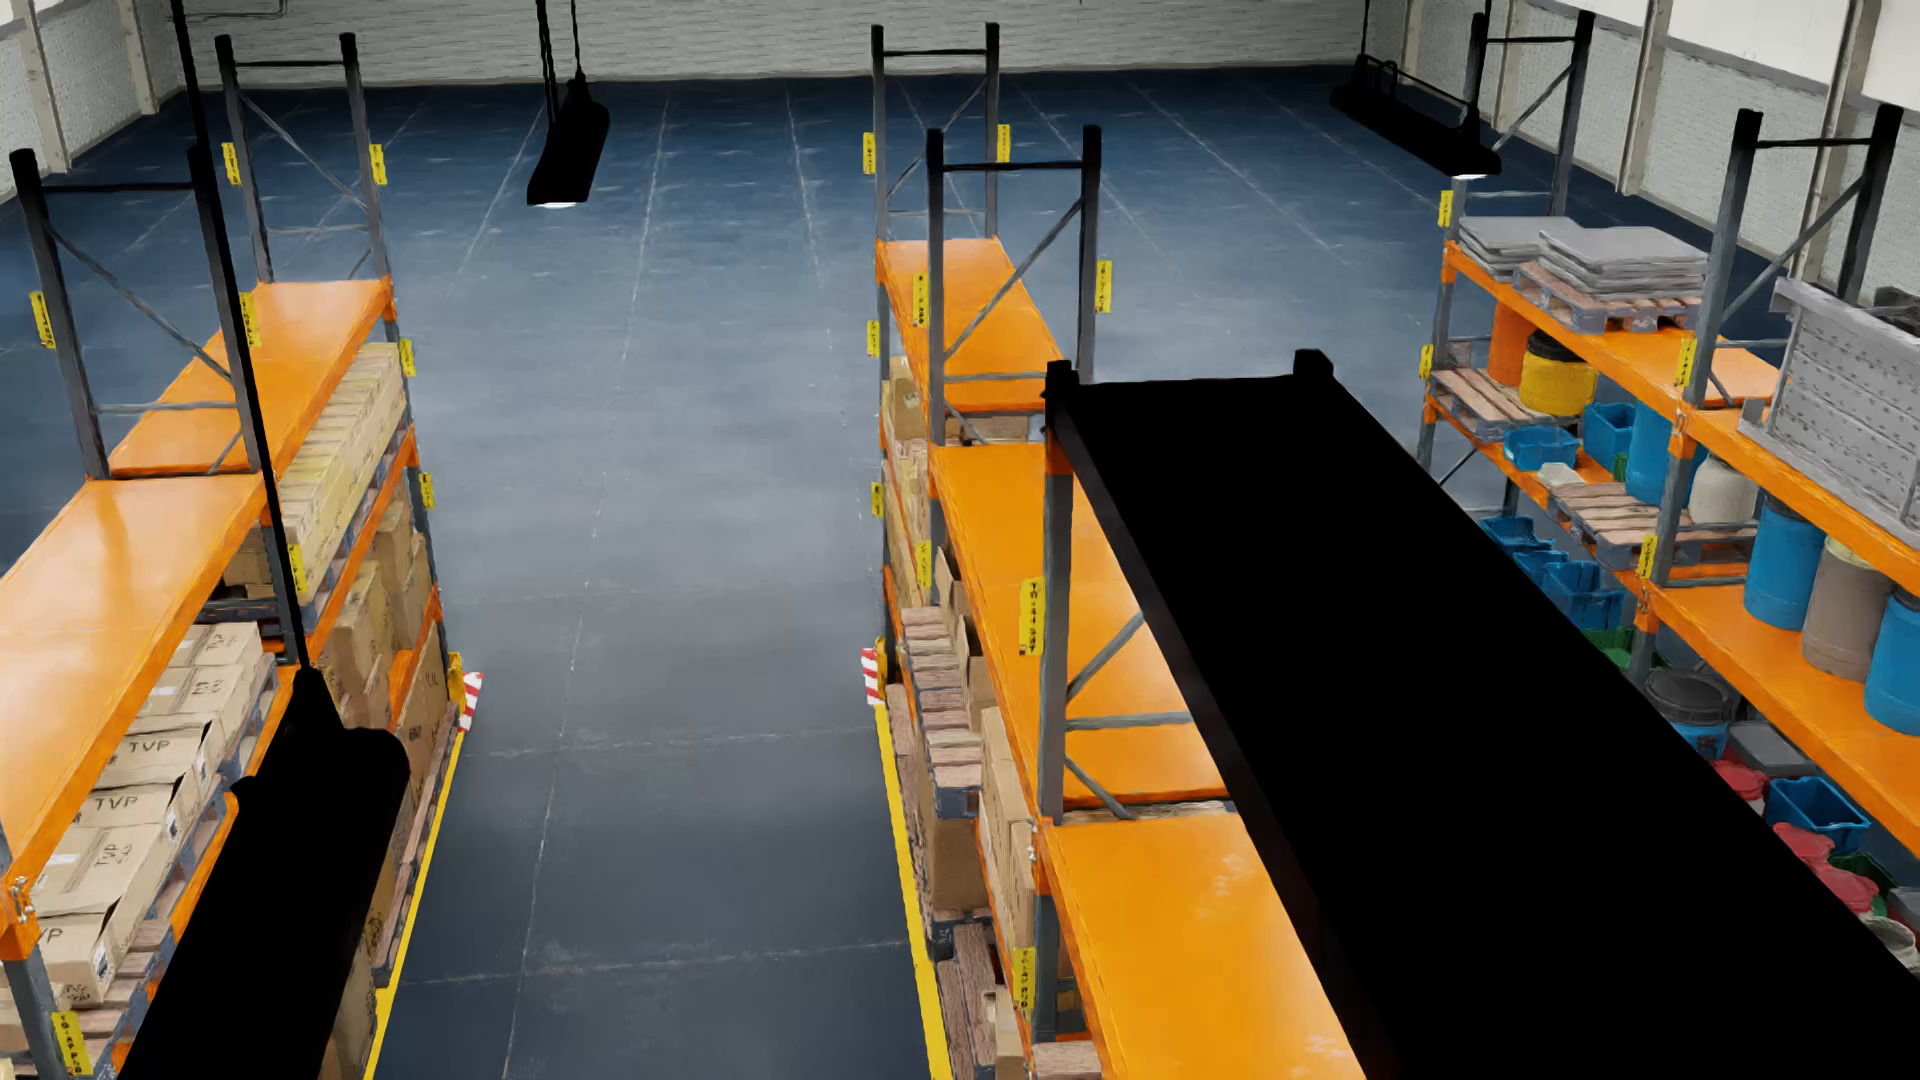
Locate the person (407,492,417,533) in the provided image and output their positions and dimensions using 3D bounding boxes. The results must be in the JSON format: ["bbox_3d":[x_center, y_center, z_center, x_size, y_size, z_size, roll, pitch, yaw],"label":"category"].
[{"bbox_3d":[-5.359,0.301,15.963,0.465,1.668,0.658,-16,30,-30],"label":"person"}]
